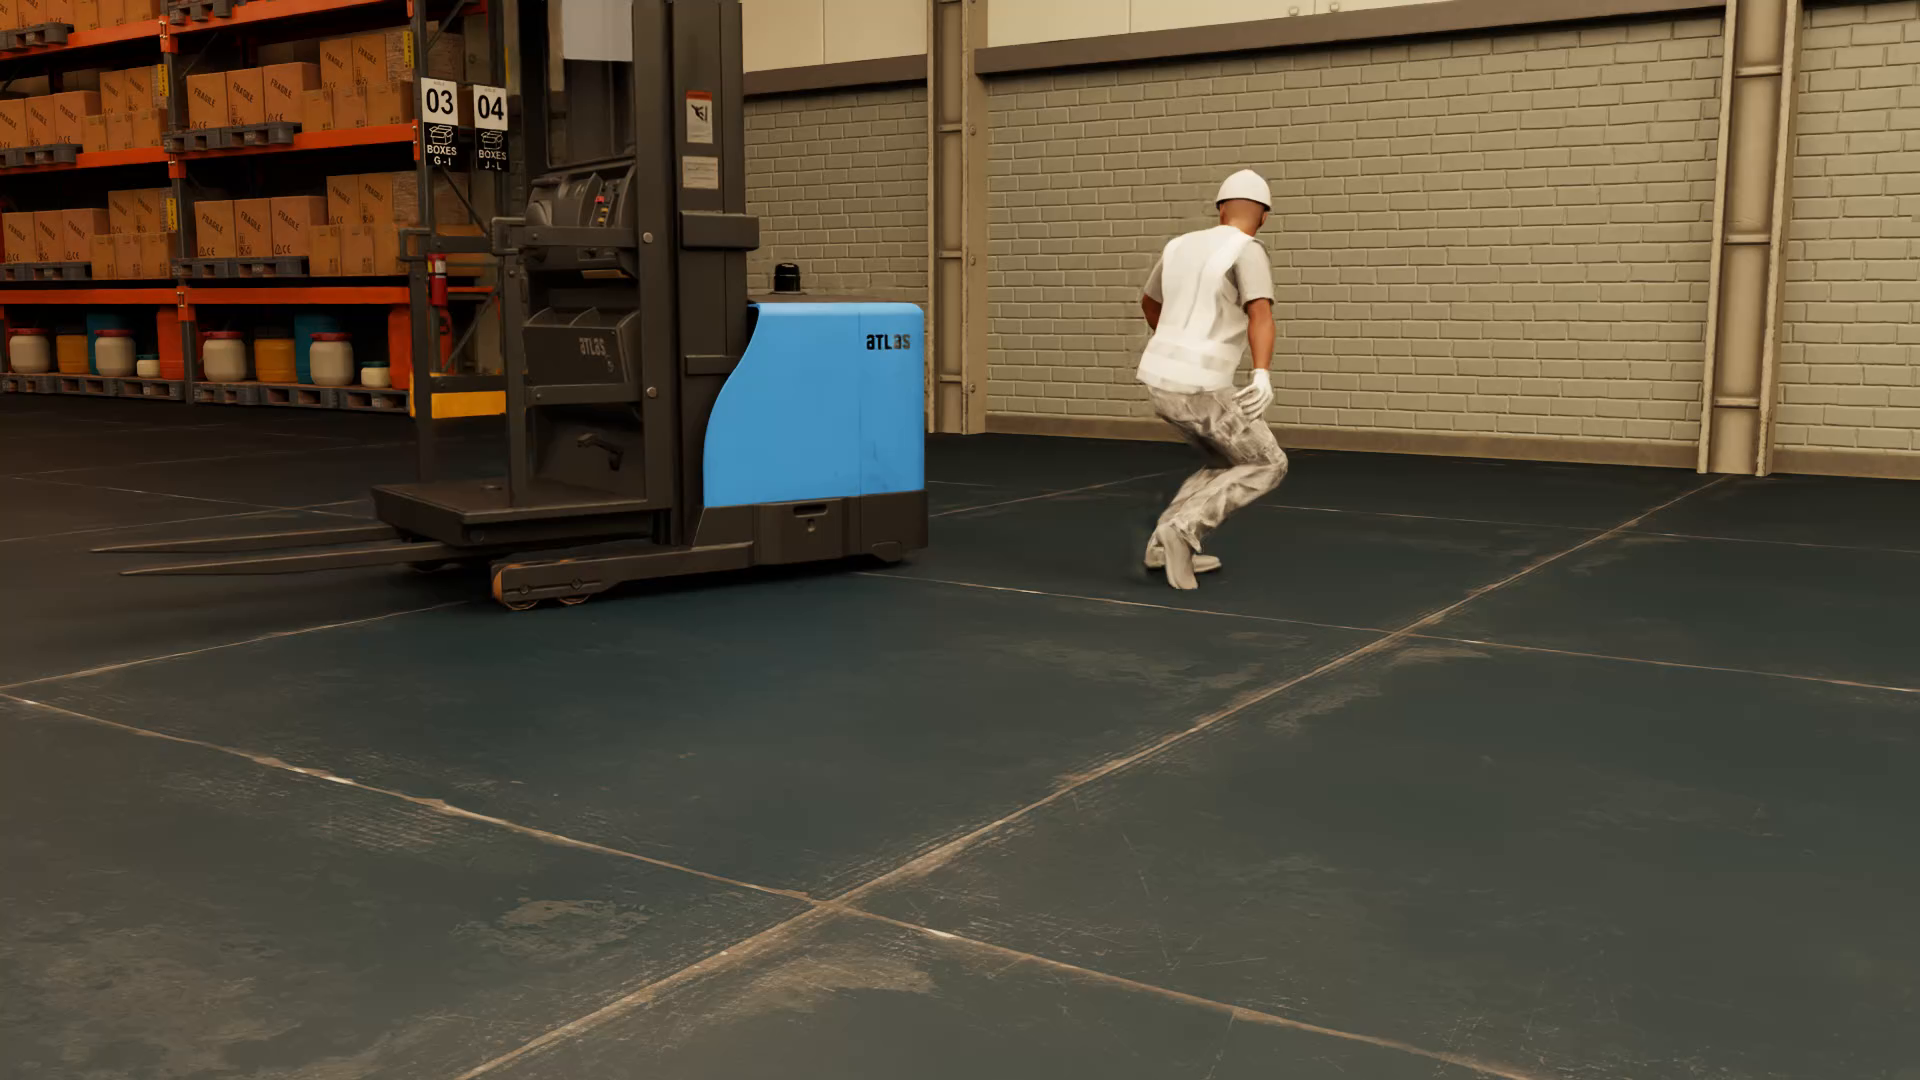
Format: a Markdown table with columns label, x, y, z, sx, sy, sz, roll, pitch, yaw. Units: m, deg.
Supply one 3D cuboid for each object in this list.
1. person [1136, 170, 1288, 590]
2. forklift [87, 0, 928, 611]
| label | x | y | z | sx | sy | sz | roll | pitch | yaw |
| --- | --- | --- | --- | --- | --- | --- | --- | --- | --- |
| person | 0.967 | -0.605 | 6.397 | 0.540 | 1.625 | 1.015 | -2 | 8 | -17 |
| forklift | -1.624 | -1.286 | 6.235 | 3.031 | 2.935 | 1.130 | -6 | 10 | -35 |
